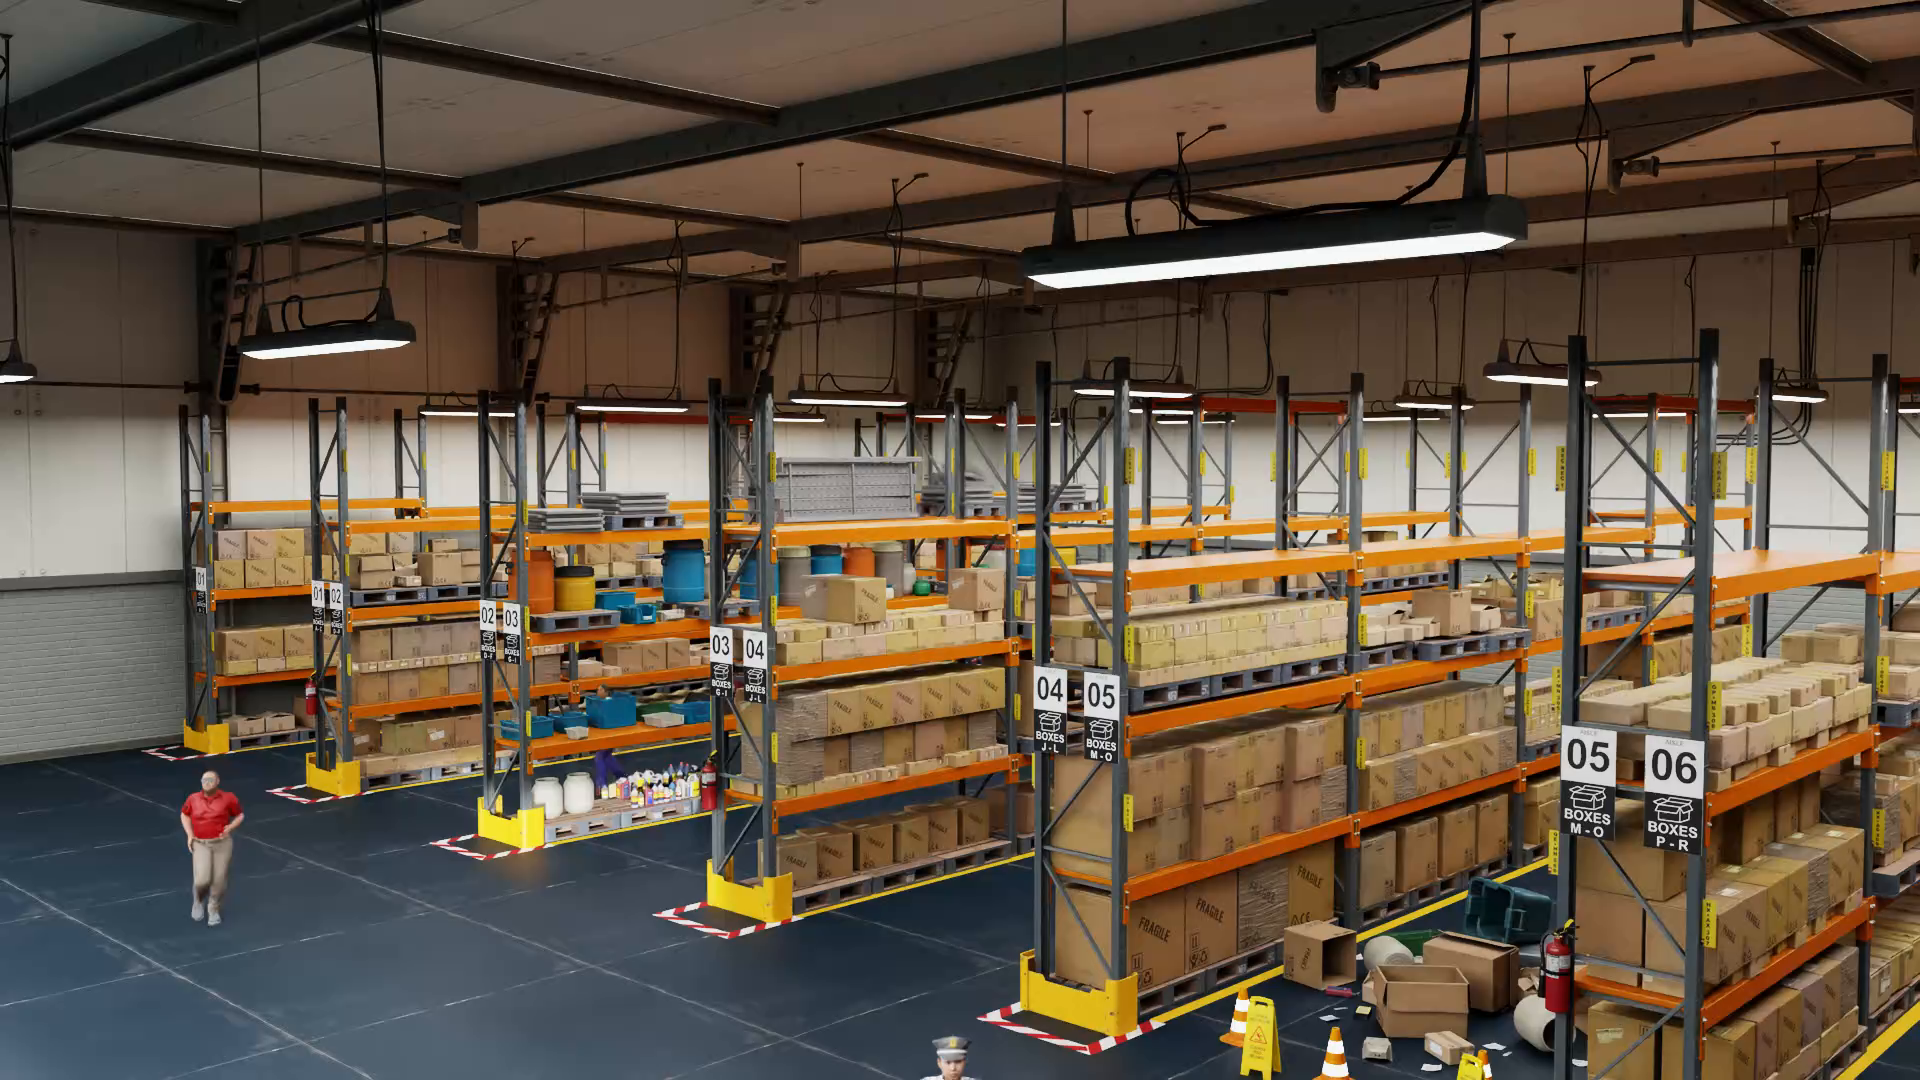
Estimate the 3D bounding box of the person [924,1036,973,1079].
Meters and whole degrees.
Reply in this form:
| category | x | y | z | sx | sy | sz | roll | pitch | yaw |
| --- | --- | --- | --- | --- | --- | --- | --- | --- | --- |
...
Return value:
| category | x | y | z | sx | sy | sz | roll | pitch | yaw |
| --- | --- | --- | --- | --- | --- | --- | --- | --- | --- |
| person | -0.063 | 3.799 | 9.898 | 0.580 | 1.751 | 0.734 | 0 | 3 | -8 |

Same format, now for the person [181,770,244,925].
| category | x | y | z | sx | sy | sz | roll | pitch | yaw |
| --- | --- | --- | --- | --- | --- | --- | --- | --- | --- |
| person | -8.157 | 3.361 | 18.142 | 0.644 | 1.691 | 0.605 | -1 | 3 | -21 |

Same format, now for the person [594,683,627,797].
| category | x | y | z | sx | sy | sz | roll | pitch | yaw |
| --- | --- | --- | --- | --- | --- | --- | --- | --- | --- |
| person | -5.373 | 3.030 | 25.296 | 0.587 | 1.692 | 0.762 | 3 | 4 | 44 |
